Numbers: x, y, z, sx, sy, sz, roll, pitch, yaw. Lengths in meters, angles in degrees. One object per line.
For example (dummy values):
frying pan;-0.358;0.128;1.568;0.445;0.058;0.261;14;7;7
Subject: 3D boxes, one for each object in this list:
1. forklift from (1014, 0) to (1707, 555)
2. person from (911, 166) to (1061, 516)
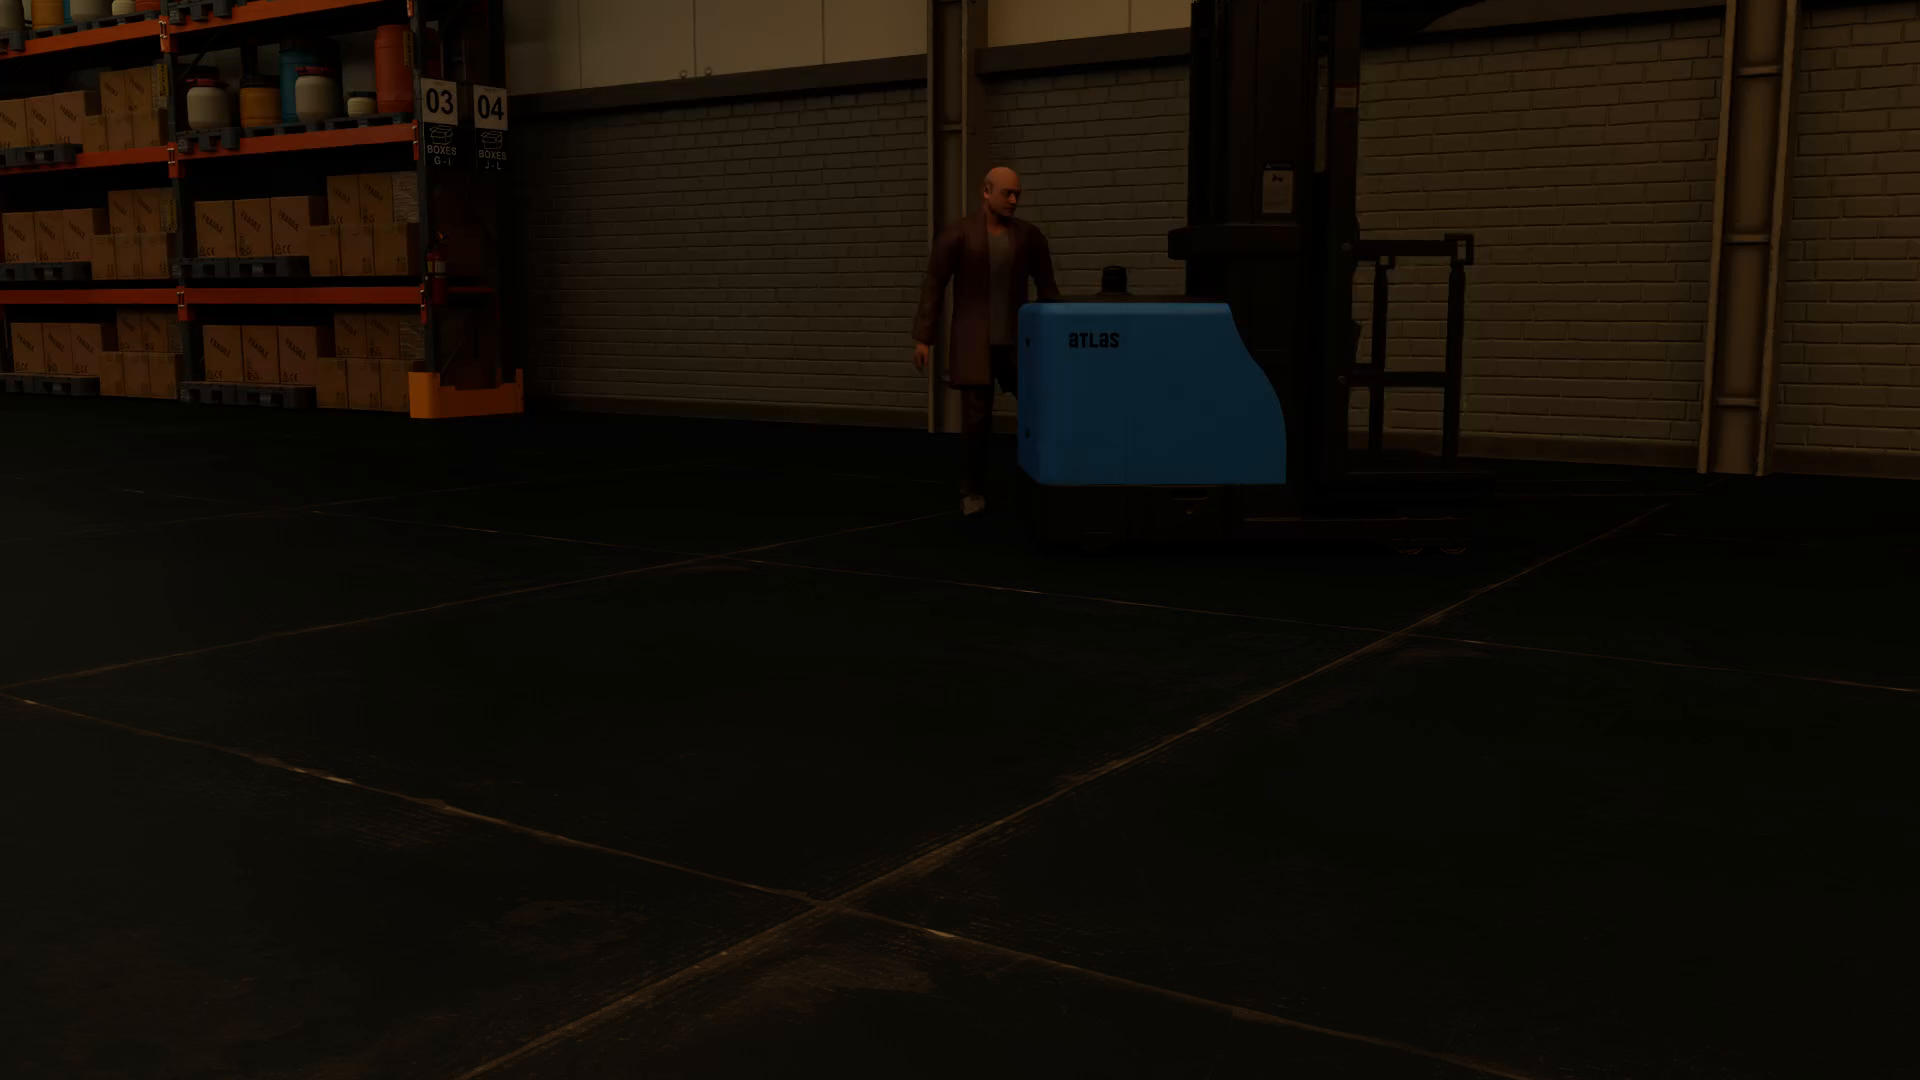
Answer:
forklift;1.801;-1.459;7.456;3.031;2.935;1.130;-1;8;-4
person;0.198;-1.003;8.466;0.878;1.751;0.422;-3;9;-18
